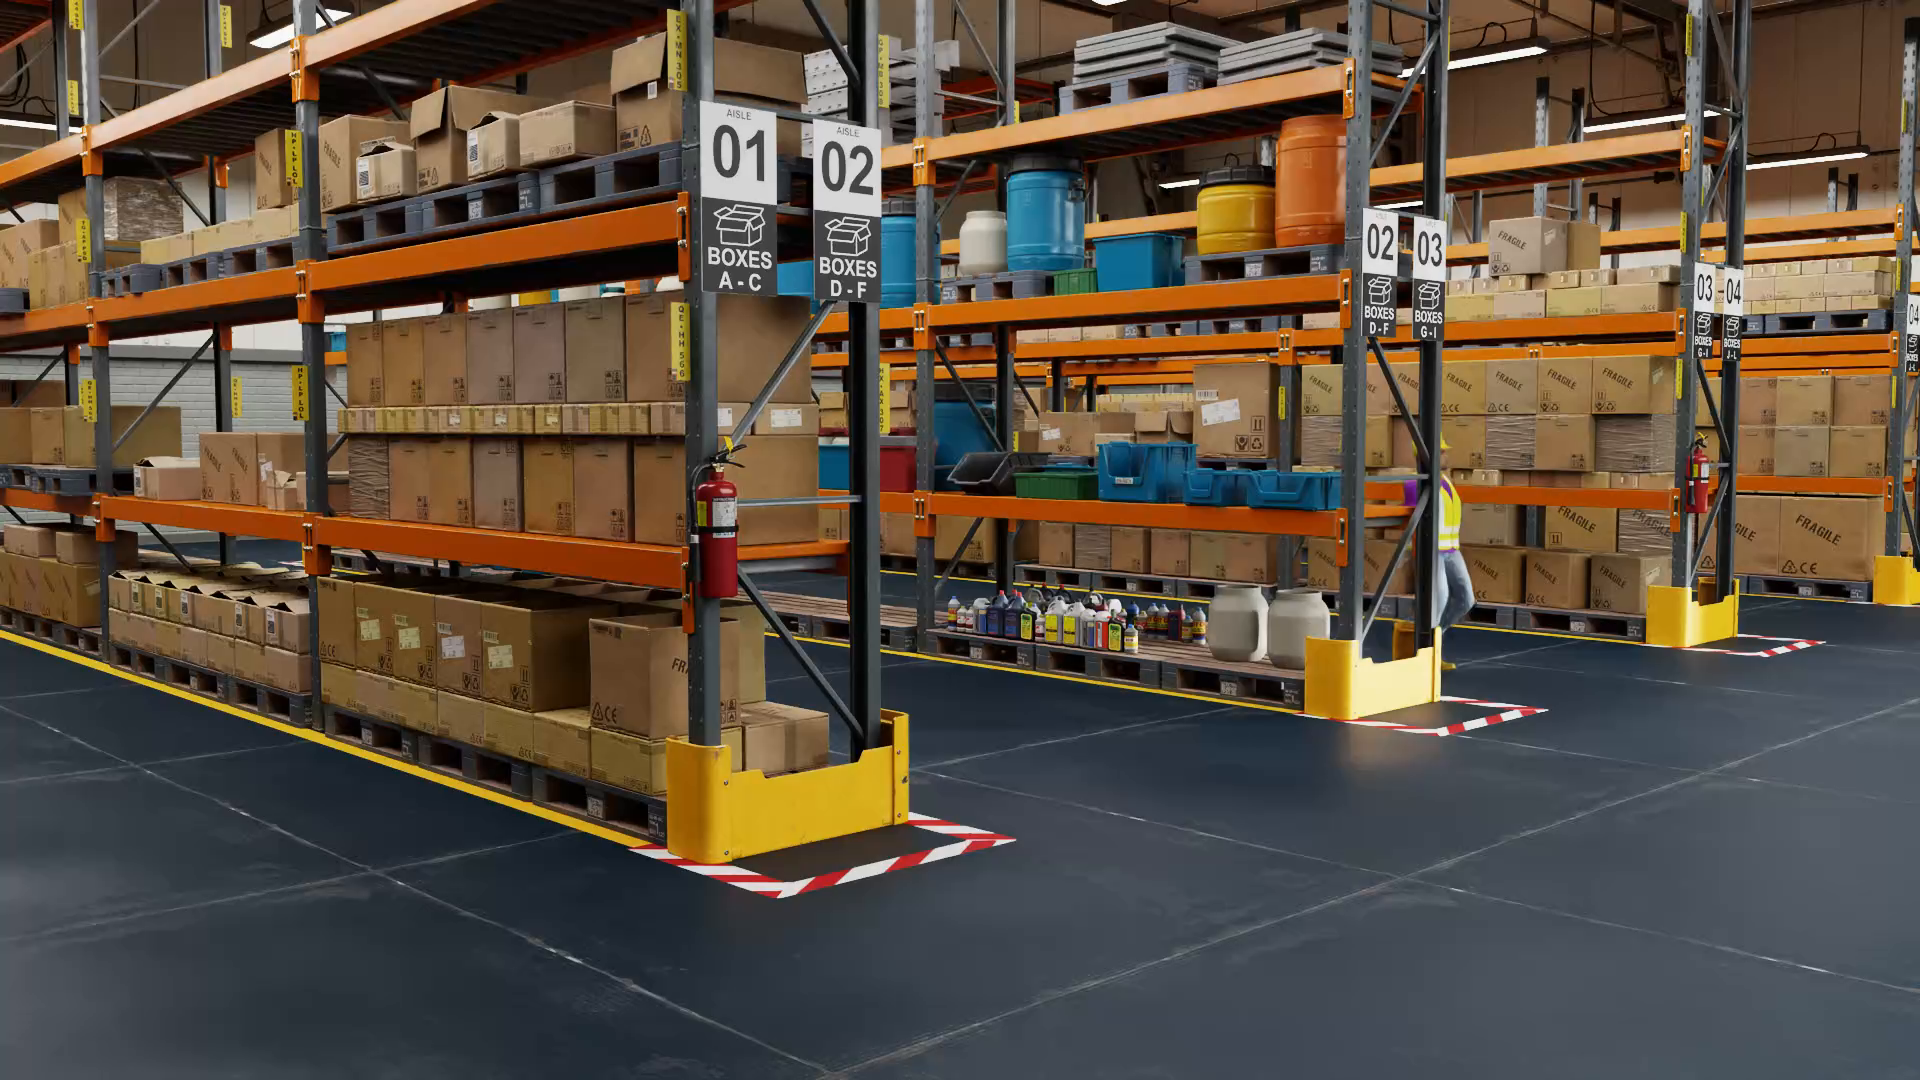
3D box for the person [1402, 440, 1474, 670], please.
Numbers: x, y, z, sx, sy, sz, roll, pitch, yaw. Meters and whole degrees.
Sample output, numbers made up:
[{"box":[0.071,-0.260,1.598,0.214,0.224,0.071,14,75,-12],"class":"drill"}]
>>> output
[{"box":[3.541,0.098,12.384,0.565,1.765,0.471,-4,5,-45],"class":"person"}]
